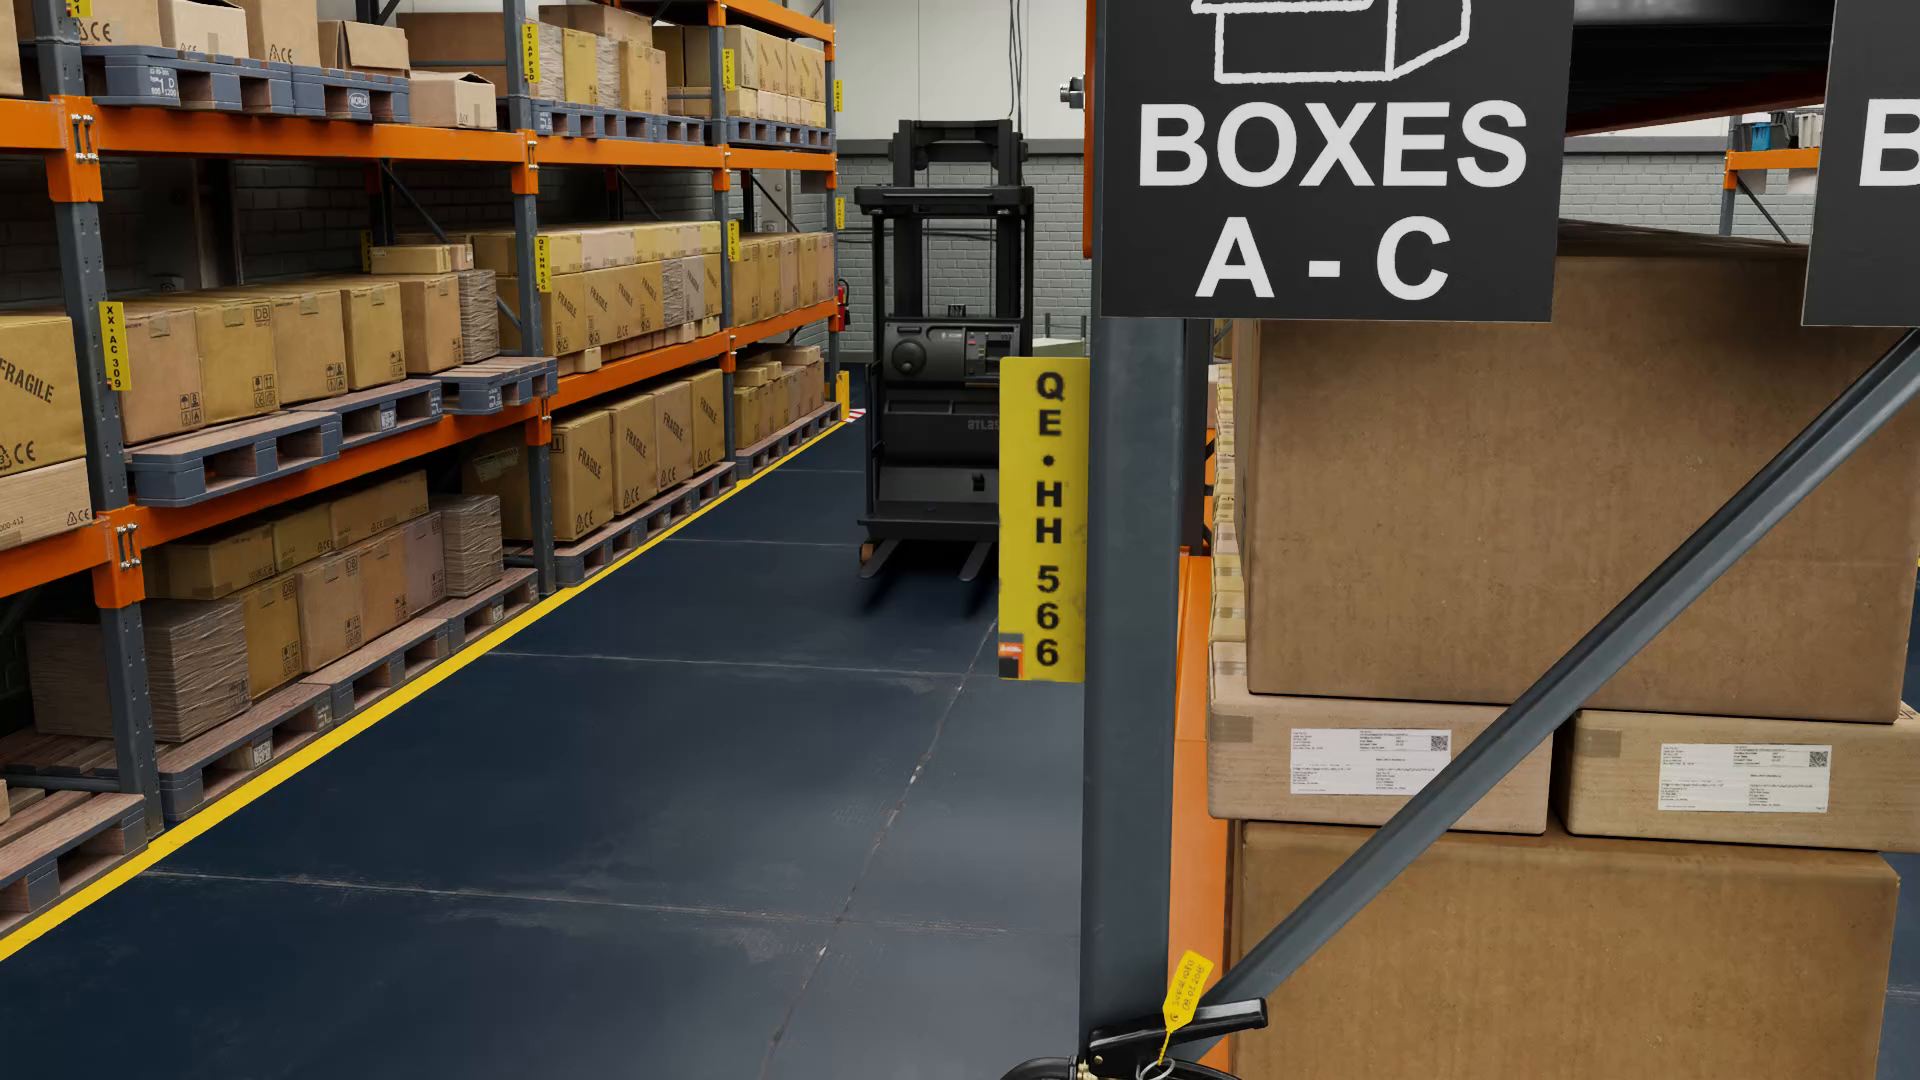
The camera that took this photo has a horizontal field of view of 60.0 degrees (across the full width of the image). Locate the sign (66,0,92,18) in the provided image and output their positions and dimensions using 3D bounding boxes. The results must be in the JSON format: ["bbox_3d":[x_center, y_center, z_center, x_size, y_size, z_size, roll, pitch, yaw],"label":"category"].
[{"bbox_3d":[-3.120,-2.011,5.855,0.100,0.325,0.005,2,12,9],"label":"sign"}]

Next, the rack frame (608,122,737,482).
[{"bbox_3d":[-2.427,-1.973,14.027,1.000,3.000,0.127,2,12,9],"label":"rack frame"}]

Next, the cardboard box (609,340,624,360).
[{"bbox_3d":[-2.593,-1.357,11.718,0.380,0.149,0.250,2,12,10],"label":"cardboard box"}]

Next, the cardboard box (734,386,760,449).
[{"bbox_3d":[-2.211,-1.108,14.953,0.700,0.500,0.500,2,12,9],"label":"cardboard box"}]

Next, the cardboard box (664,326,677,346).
[{"bbox_3d":[-2.385,-1.569,12.702,0.380,0.149,0.250,2,12,9],"label":"cardboard box"}]

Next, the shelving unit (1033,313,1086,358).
[{"bbox_3d":[0.591,-1.004,13.092,0.431,1.500,0.755,11,16,41],"label":"shelving unit"}]

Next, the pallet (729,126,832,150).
[{"bbox_3d":[-1.916,-4.074,16.866,1.003,0.211,1.213,2,12,9],"label":"pallet"}]

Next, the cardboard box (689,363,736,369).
[{"bbox_3d":[-2.310,-1.566,15.539,0.380,0.149,0.250,1,12,7],"label":"cardboard box"}]

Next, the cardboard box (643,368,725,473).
[{"bbox_3d":[-2.399,-0.988,13.562,0.750,0.750,0.750,2,12,9],"label":"cardboard box"}]

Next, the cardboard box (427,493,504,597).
[{"bbox_3d":[-3.102,0.018,9.677,0.700,0.500,0.500,2,12,9],"label":"cardboard box"}]

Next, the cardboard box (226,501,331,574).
[{"bbox_3d":[-3.420,-0.021,8.080,0.500,0.250,0.500,2,12,7],"label":"cardboard box"}]

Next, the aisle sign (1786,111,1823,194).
[{"bbox_3d":[8.278,-3.761,16.153,0.394,0.787,0.004,2,12,9],"label":"aisle sign"}]

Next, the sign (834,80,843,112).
[{"bbox_3d":[-1.278,-4.645,17.395,0.100,0.325,0.005,2,12,9],"label":"sign"}]

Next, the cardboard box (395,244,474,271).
[{"bbox_3d":[-3.066,-1.648,9.701,0.380,0.149,0.250,0,12,1],"label":"cardboard box"}]

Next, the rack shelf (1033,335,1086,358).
[{"bbox_3d":[0.591,-1.385,13.010,0.431,0.370,0.720,11,16,41],"label":"rack shelf"}]

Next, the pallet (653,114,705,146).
[{"bbox_3d":[-2.519,-3.153,12.838,0.805,0.209,1.217,1,12,6],"label":"pallet"}]

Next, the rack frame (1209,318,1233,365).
[{"bbox_3d":[1.853,-0.980,9.422,1.000,3.000,0.127,2,12,9],"label":"rack frame"}]

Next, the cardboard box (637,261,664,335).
[{"bbox_3d":[-2.475,-1.758,12.038,0.500,0.500,0.500,2,12,10],"label":"cardboard box"}]

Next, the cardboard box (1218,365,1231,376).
[{"bbox_3d":[1.005,-0.464,5.249,0.380,0.149,0.250,2,12,9],"label":"cardboard box"}]

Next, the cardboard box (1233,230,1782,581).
[{"bbox_3d":[0.791,-0.216,2.557,0.700,0.500,0.500,2,12,7],"label":"cardboard box"}]

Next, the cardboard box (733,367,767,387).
[{"bbox_3d":[-1.978,-1.491,15.188,0.380,0.149,0.250,2,12,11],"label":"cardboard box"}]

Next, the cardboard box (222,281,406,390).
[{"bbox_3d":[-3.274,-1.046,8.444,0.700,0.500,0.500,2,12,9],"label":"cardboard box"}]

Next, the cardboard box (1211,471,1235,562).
[{"bbox_3d":[0.691,-0.036,3.265,0.380,0.149,0.250,2,12,10],"label":"cardboard box"}]

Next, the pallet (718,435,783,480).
[{"bbox_3d":[-2.233,-0.765,15.044,1.003,0.211,1.213,2,12,9],"label":"pallet"}]

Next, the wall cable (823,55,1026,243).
[{"bbox_3d":[-0.589,-5.386,22.996,3.097,2.526,0.112,2,12,9],"label":"wall cable"}]

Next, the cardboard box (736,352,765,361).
[{"bbox_3d":[-2.154,-1.779,16.524,0.380,0.149,0.250,2,12,9],"label":"cardboard box"}]

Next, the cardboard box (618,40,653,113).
[{"bbox_3d":[-2.693,-3.405,12.273,0.700,0.500,0.500,2,12,8],"label":"cardboard box"}]

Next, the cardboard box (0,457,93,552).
[{"bbox_3d":[-3.431,-0.135,5.811,0.500,0.250,0.500,2,12,9],"label":"cardboard box"}]

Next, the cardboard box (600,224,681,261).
[{"bbox_3d":[-2.413,-2.226,12.430,0.500,0.250,0.500,2,12,10],"label":"cardboard box"}]

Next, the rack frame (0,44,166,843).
[{"bbox_3d":[-3.658,-0.307,6.300,1.000,3.000,0.127,2,12,9],"label":"rack frame"}]

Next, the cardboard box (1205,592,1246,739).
[{"bbox_3d":[0.532,0.179,2.267,0.380,0.149,0.250,2,12,10],"label":"cardboard box"}]

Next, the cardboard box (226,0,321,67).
[{"bbox_3d":[-3.305,-2.396,7.636,0.500,0.500,0.500,1,12,7],"label":"cardboard box"}]

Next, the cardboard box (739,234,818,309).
[{"bbox_3d":[-1.981,-2.694,16.661,0.980,0.700,0.700,2,12,8],"label":"cardboard box"}]

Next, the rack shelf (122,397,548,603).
[{"bbox_3d":[-3.350,-0.372,8.308,1.077,0.370,4.000,2,12,9],"label":"rack shelf"}]

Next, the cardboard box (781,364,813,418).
[{"bbox_3d":[-1.898,-1.536,16.936,0.700,0.500,0.500,2,12,8],"label":"cardboard box"}]

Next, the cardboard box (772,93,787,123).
[{"bbox_3d":[-1.896,-3.968,15.287,0.500,0.250,0.500,2,12,7],"label":"cardboard box"}]

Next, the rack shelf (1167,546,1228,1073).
[{"bbox_3d":[0.930,0.620,3.703,1.077,0.370,4.000,2,12,9],"label":"rack shelf"}]

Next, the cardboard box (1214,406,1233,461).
[{"bbox_3d":[0.849,-0.251,4.262,0.380,0.149,0.250,1,12,7],"label":"cardboard box"}]

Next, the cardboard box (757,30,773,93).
[{"bbox_3d":[-1.968,-4.233,14.737,0.500,0.500,0.500,2,12,7],"label":"cardboard box"}]

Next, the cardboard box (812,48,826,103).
[{"bbox_3d":[-1.655,-4.658,16.709,0.500,0.500,0.500,2,12,8],"label":"cardboard box"}]

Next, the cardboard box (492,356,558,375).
[{"bbox_3d":[-2.763,-1.088,10.471,0.380,0.149,0.250,2,12,8],"label":"cardboard box"}]

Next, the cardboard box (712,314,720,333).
[{"bbox_3d":[-2.199,-1.780,13.683,0.380,0.149,0.250,2,12,9],"label":"cardboard box"}]

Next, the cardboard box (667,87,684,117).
[{"bbox_3d":[-2.554,-3.770,14.369,0.500,0.250,0.500,2,12,9],"label":"cardboard box"}]

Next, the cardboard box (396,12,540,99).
[{"bbox_3d":[-3.026,-2.971,10.259,0.700,0.500,0.500,1,12,4],"label":"cardboard box"}]

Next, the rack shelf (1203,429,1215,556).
[{"bbox_3d":[1.545,-0.212,7.566,1.077,0.370,4.000,2,12,9],"label":"rack shelf"}]

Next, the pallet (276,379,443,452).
[{"bbox_3d":[-3.306,-0.633,8.266,1.003,0.211,1.213,2,12,9],"label":"pallet"}]

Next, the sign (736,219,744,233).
[{"bbox_3d":[-2.359,-3.287,17.881,0.100,0.325,0.005,2,12,9],"label":"sign"}]

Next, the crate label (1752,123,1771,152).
[{"bbox_3d":[7.516,-3.696,15.259,0.408,0.251,0.502,2,12,9],"label":"crate label"}]

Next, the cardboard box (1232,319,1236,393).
[{"bbox_3d":[1.099,-0.633,4.494,0.700,0.500,0.500,2,12,9],"label":"cardboard box"}]

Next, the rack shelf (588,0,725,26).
[{"bbox_3d":[-2.735,-3.942,11.581,1.077,0.370,4.000,2,12,9],"label":"rack shelf"}]

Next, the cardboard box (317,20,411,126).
[{"bbox_3d":[-3.333,-2.400,8.596,0.797,0.503,0.637,4,13,17],"label":"cardboard box"}]

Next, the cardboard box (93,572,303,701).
[{"bbox_3d":[-3.531,0.436,7.737,0.700,0.500,0.500,2,12,8],"label":"cardboard box"}]

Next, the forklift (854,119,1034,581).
[{"bbox_3d":[-0.079,-1.301,11.074,1.130,2.935,3.031,2,12,7],"label":"forklift"}]

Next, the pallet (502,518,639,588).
[{"bbox_3d":[-2.847,0.061,11.208,1.003,0.211,1.213,2,12,9],"label":"pallet"}]

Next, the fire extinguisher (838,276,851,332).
[{"bbox_3d":[-1.333,-2.602,18.015,0.296,0.674,0.183,2,12,9],"label":"fire extinguisher"}]
